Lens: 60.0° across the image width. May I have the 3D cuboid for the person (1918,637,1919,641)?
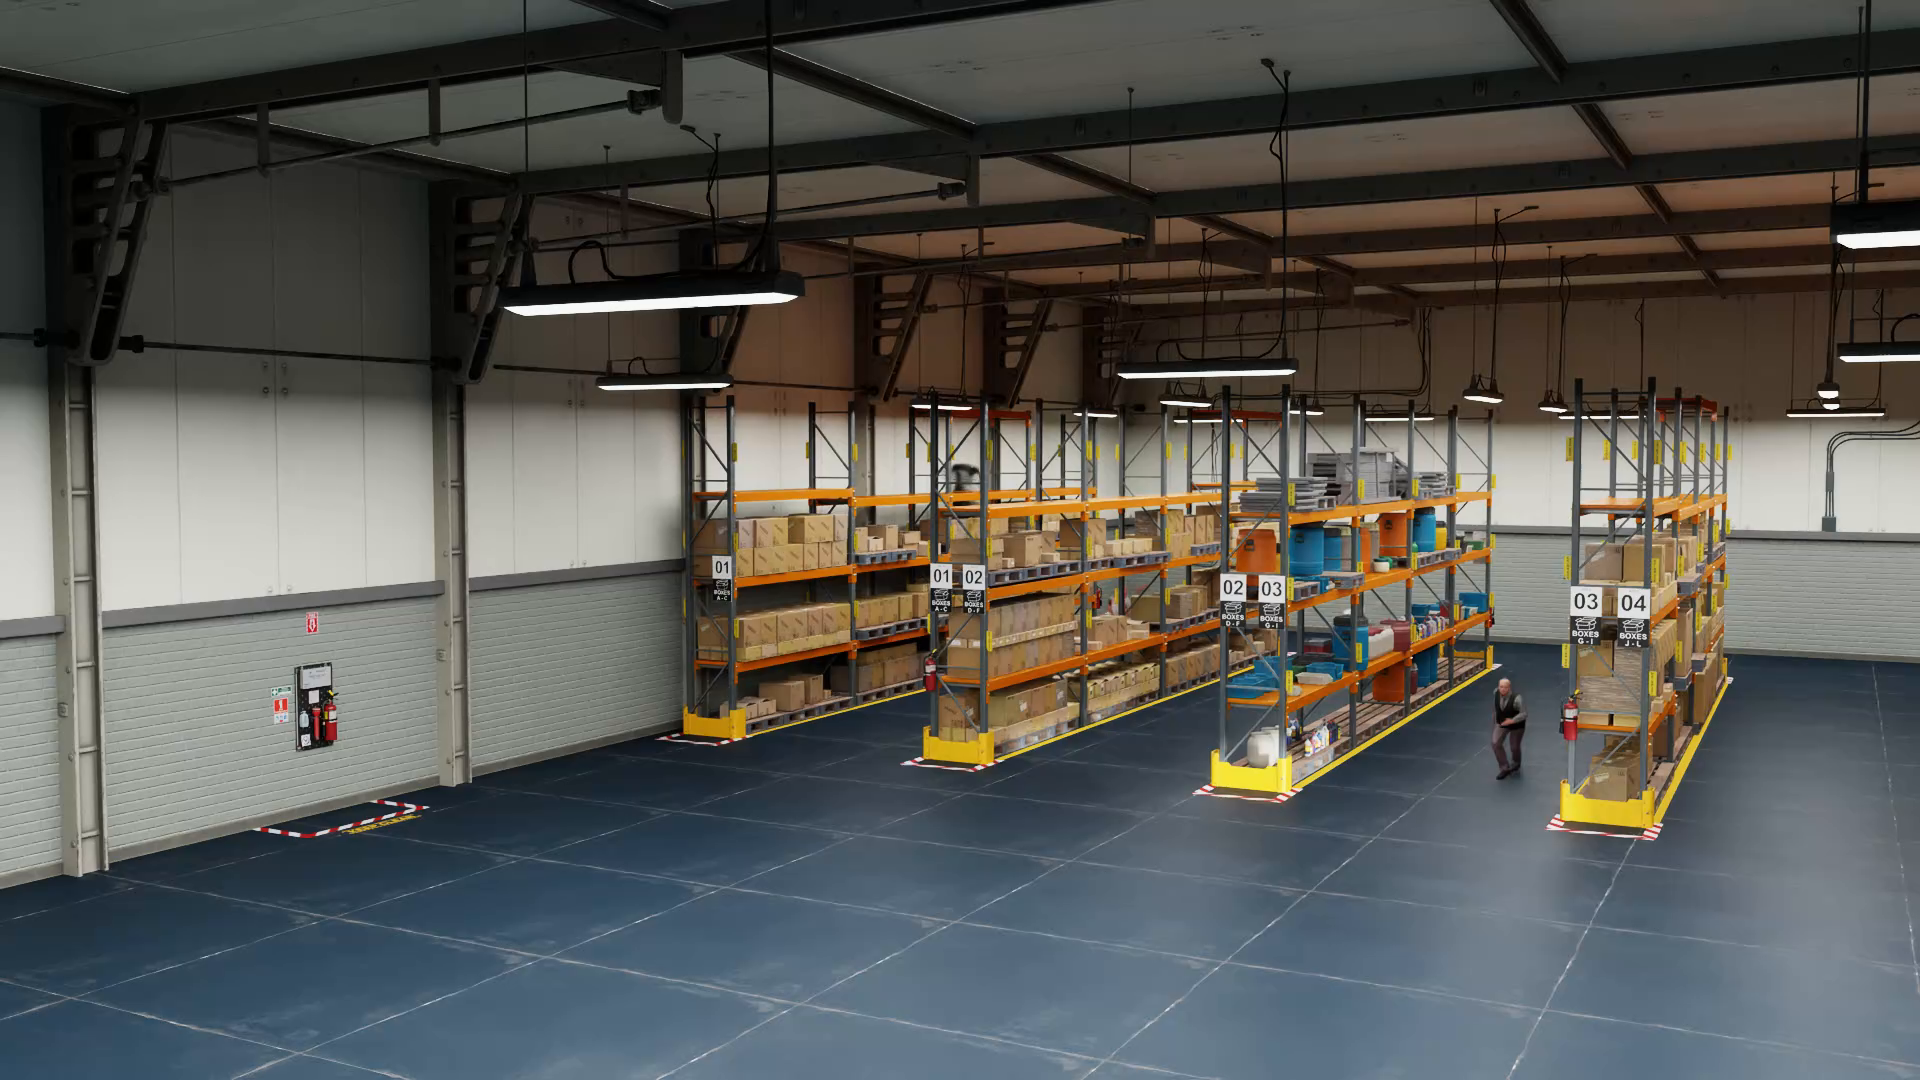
[{"bbox_3d":[20.787,2.320,35.127,0.964,1.700,0.735,0,3,7],"label":"person"}]

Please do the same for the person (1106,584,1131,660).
[{"bbox_3d":[3.693,1.917,38.920,0.642,1.805,0.704,1,3,16],"label":"person"}]

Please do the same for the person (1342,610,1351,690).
[{"bbox_3d":[8.252,2.313,35.197,0.644,1.713,0.768,1,3,25],"label":"person"}]

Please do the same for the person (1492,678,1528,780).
[{"bbox_3d":[8.473,2.860,25.534,0.659,1.556,1.065,2,4,38],"label":"person"}]
